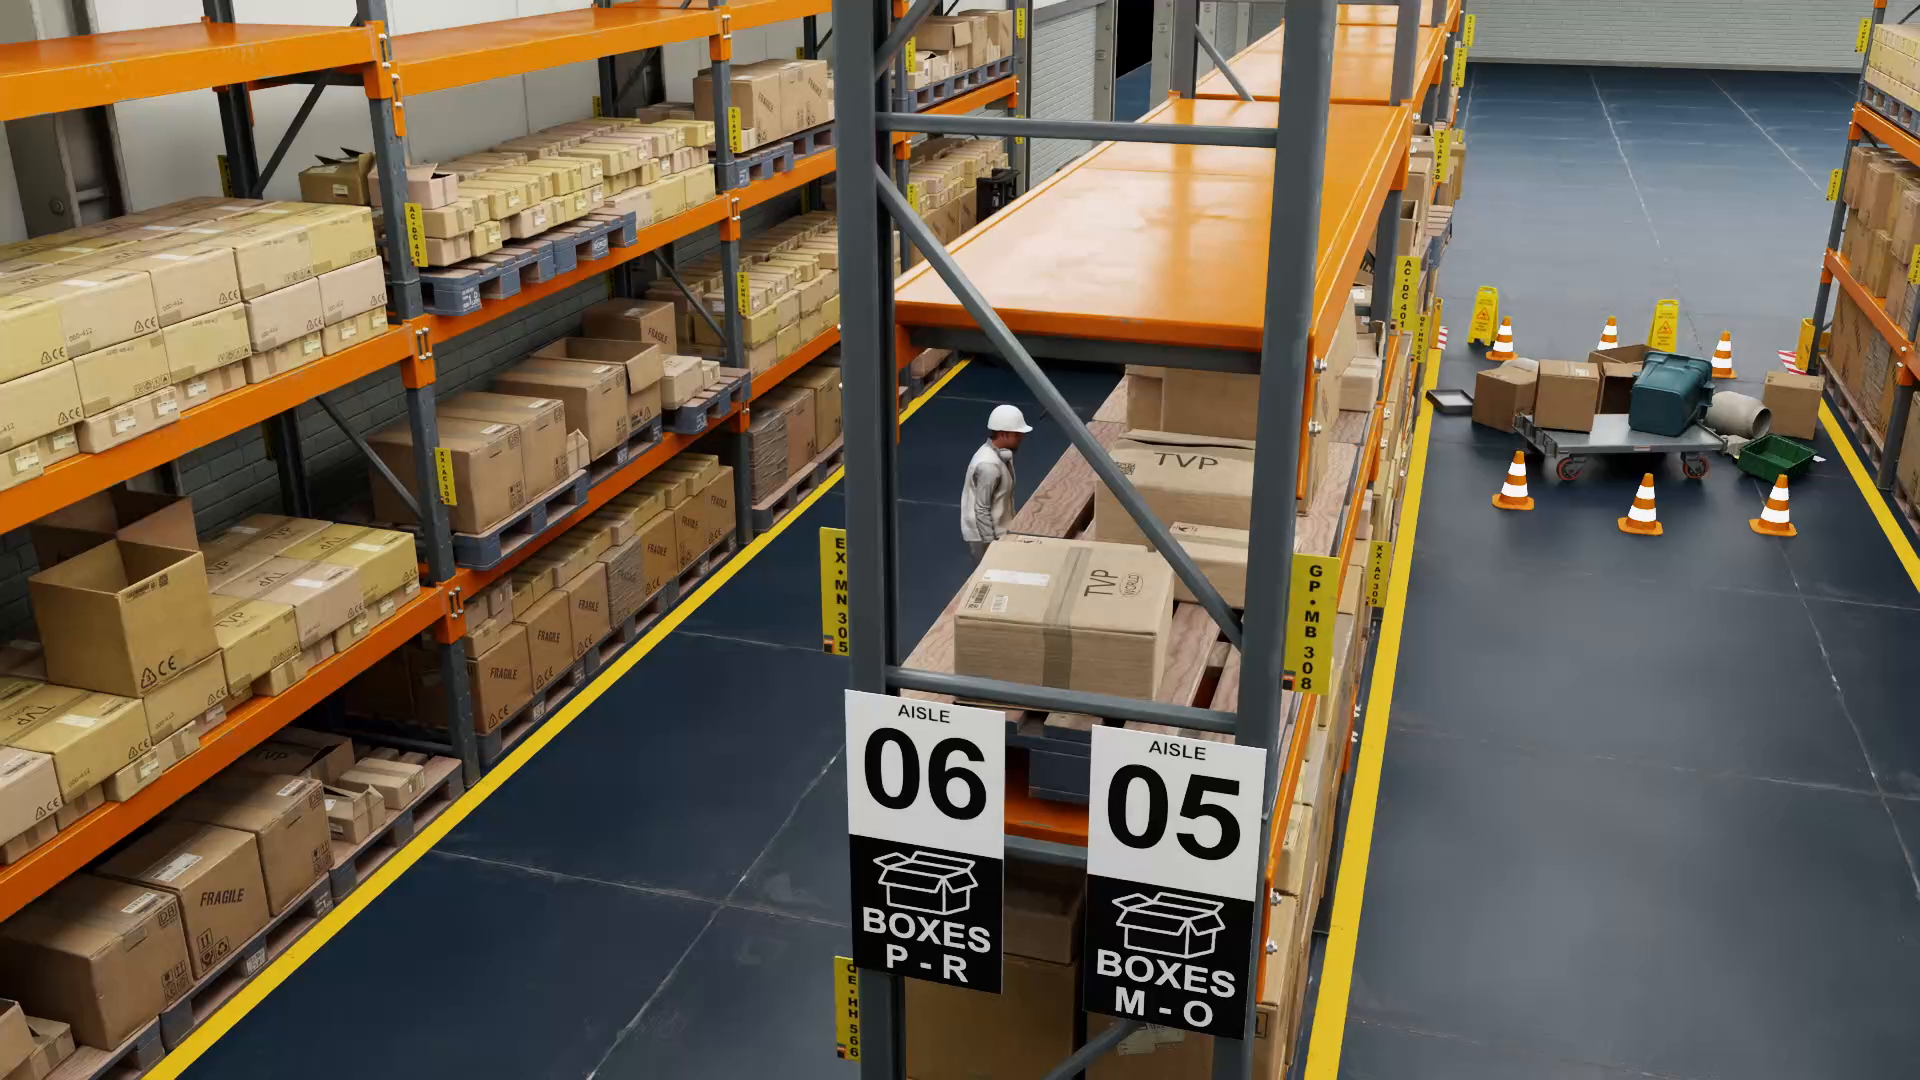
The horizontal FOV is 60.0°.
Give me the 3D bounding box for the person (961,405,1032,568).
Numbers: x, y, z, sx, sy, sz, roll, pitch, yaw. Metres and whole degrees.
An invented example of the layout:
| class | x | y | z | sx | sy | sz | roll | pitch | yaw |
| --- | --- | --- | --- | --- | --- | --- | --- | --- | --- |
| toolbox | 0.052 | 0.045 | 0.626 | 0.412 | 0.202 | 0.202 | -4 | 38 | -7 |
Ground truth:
| class | x | y | z | sx | sy | sz | roll | pitch | yaw |
| --- | --- | --- | --- | --- | --- | --- | --- | --- | --- |
| person | 0.247 | -0.050 | 11.178 | 0.473 | 1.771 | 0.582 | 5 | 22 | 13 |
